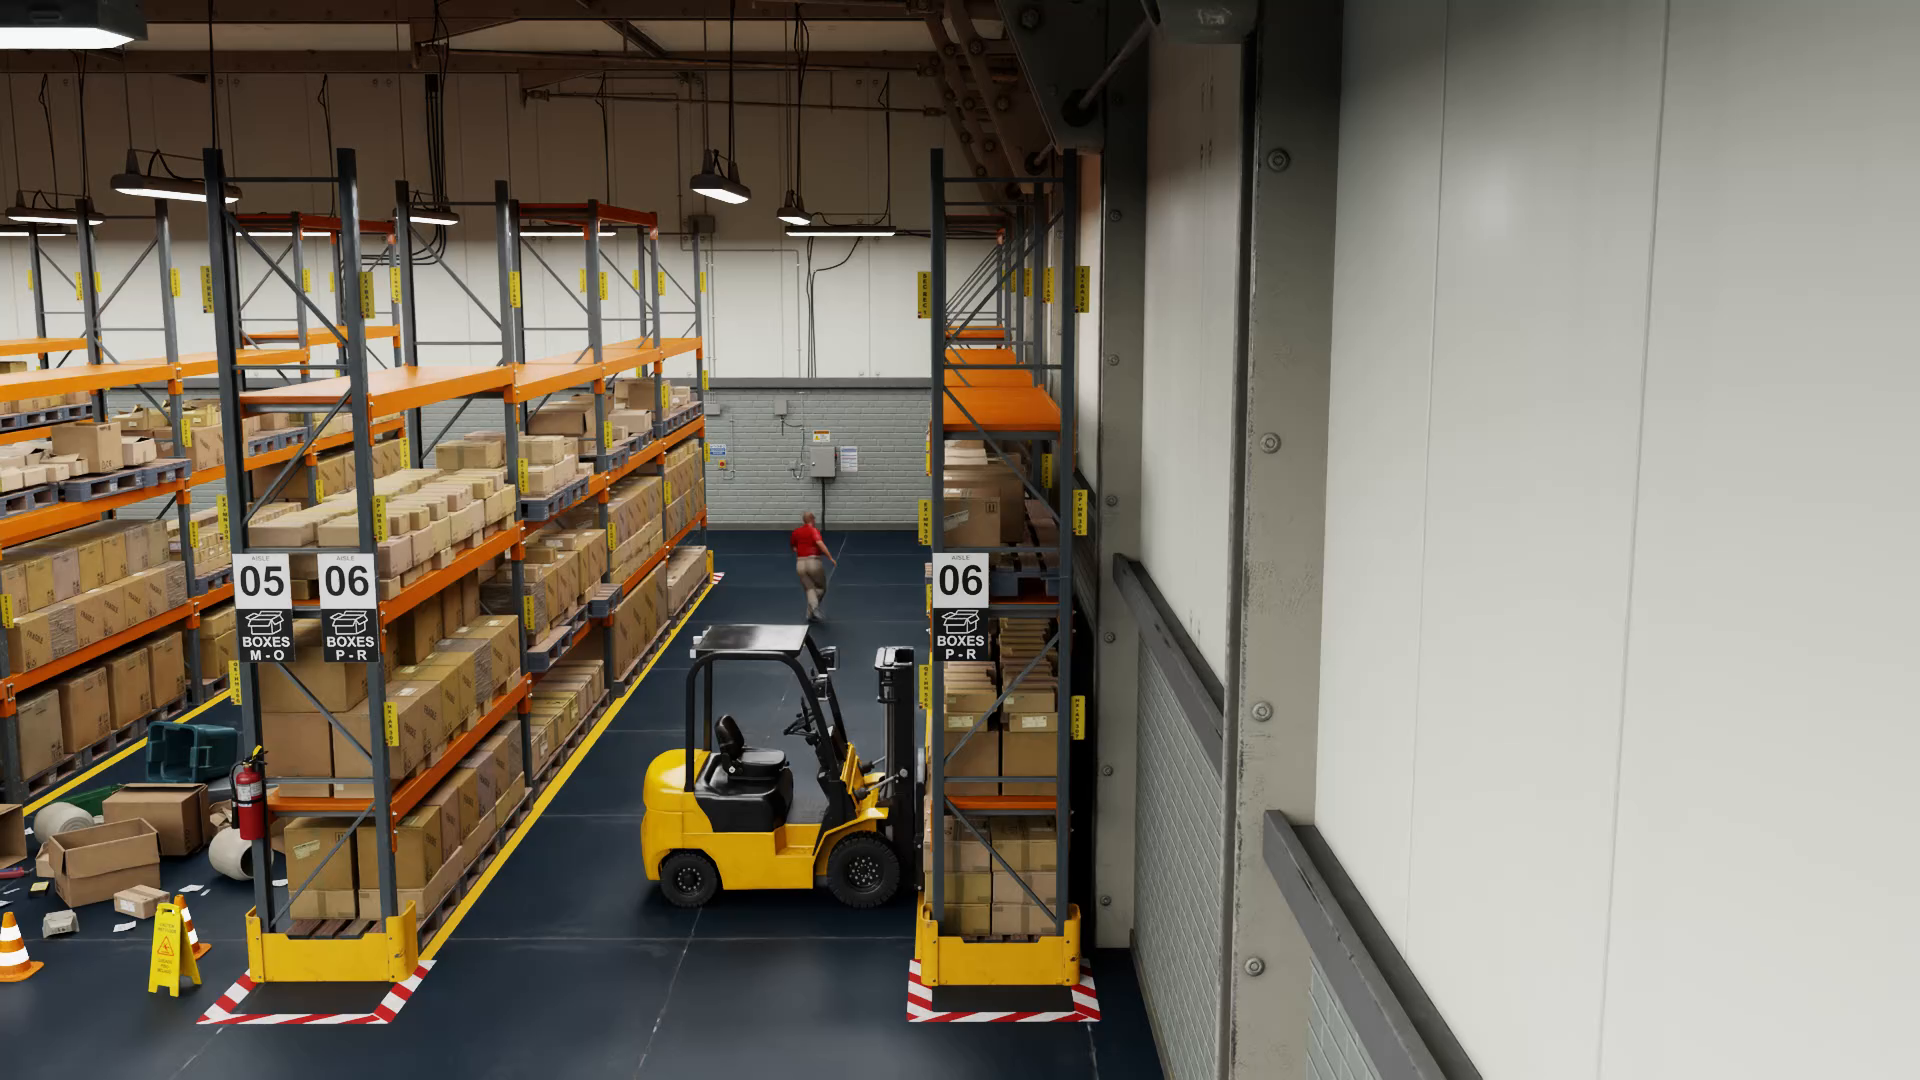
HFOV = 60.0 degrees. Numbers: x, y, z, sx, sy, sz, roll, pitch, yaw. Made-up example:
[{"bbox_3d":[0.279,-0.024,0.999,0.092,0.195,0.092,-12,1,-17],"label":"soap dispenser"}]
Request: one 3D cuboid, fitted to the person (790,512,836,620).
[{"bbox_3d":[-2.227,0.426,24.812,0.785,1.666,0.670,3,10,17],"label":"person"}]
